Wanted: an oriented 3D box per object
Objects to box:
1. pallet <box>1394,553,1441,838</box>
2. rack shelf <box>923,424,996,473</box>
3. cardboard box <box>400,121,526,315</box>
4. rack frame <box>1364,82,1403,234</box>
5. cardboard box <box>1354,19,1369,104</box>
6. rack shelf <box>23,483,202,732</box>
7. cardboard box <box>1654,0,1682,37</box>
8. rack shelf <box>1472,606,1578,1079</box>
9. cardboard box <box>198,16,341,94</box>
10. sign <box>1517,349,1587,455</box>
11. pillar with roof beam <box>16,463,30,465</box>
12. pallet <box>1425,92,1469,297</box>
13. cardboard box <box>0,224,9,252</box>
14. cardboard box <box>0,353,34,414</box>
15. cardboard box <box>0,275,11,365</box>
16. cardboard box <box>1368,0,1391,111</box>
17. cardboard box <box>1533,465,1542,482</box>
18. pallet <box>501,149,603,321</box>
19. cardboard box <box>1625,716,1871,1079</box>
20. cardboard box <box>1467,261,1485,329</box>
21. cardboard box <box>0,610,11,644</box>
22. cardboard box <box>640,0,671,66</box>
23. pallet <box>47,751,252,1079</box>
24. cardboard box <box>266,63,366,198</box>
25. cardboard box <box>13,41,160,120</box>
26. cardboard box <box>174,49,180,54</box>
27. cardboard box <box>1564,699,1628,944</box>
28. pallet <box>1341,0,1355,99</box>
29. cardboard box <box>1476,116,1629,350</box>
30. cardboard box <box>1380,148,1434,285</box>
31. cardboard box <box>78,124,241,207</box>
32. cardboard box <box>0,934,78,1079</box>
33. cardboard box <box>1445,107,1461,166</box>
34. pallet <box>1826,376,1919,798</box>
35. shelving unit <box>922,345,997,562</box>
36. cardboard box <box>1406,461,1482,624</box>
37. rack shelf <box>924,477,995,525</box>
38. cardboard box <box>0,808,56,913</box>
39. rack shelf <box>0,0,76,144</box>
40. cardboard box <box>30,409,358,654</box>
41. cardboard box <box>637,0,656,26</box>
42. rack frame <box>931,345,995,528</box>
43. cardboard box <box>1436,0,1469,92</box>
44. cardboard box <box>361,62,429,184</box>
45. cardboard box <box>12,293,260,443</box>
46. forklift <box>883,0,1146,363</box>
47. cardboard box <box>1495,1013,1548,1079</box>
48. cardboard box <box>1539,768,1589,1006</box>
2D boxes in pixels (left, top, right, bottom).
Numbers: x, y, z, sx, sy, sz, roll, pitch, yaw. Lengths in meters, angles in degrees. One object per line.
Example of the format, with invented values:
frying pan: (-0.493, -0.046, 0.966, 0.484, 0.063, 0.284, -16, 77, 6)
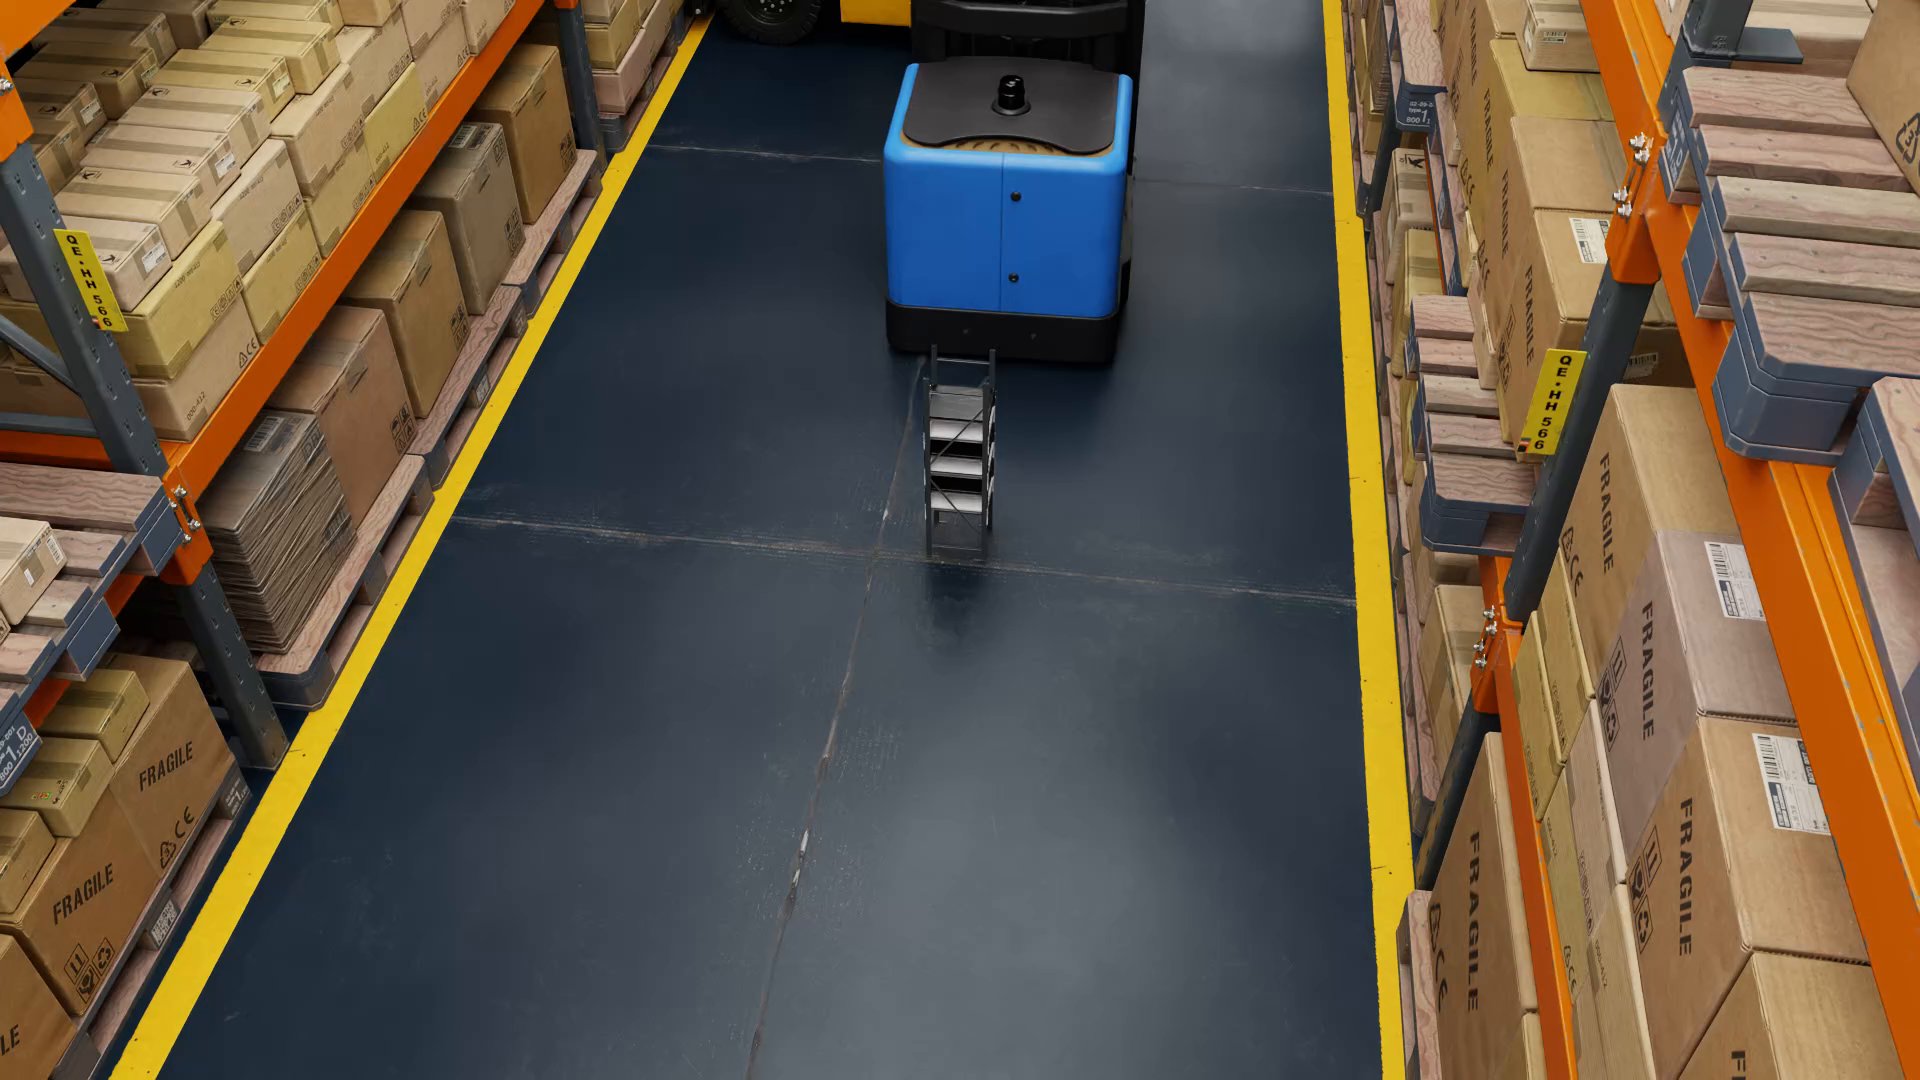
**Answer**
pallet: (2.120, 0.574, 5.990, 1.003, 0.211, 1.213, 5, 44, 6)
rack shelf: (-0.001, -0.362, 6.396, 0.258, 0.077, 0.200, 5, 44, 6)
cardboard box: (-2.545, -1.486, 7.559, 0.875, 0.625, 0.625, 5, 44, 5)
rack frame: (2.544, -2.632, 7.348, 1.000, 3.000, 0.127, 5, 44, 6)
cardboard box: (2.416, -2.577, 8.985, 0.500, 0.250, 0.500, 4, 44, 4)
rack shelf: (-3.170, 1.270, 3.751, 1.077, 0.370, 4.000, 5, 44, 6)
cardboard box: (1.873, -1.308, 3.951, 0.380, 0.149, 0.250, 5, 44, 6)
rack shelf: (1.751, 1.718, 3.277, 1.077, 0.370, 4.000, 5, 44, 6)
cardboard box: (-2.411, -1.697, 5.816, 0.380, 0.149, 0.250, 6, 44, 6)
sign: (1.476, -0.340, 4.143, 0.100, 0.325, 0.005, 5, 44, 6)
pillar with roof beam: (0.641, -3.112, 3.492, 9.100, 9.000, 0.400, 5, 44, 6)
pallet: (2.236, -1.189, 5.964, 1.003, 0.211, 1.213, 5, 44, 6)
cardboard box: (-3.063, -0.866, 4.939, 0.380, 0.149, 0.250, 7, 44, 7)
cardboard box: (-3.100, -0.630, 5.342, 0.500, 0.250, 0.500, 4, 44, 5)
cardboard box: (-3.122, -0.813, 5.172, 0.500, 0.250, 0.500, 6, 44, 6)
cardboard box: (2.356, -2.486, 8.343, 0.500, 0.500, 0.500, 5, 44, 5)
cardboard box: (1.825, -0.212, 4.669, 0.380, 0.149, 0.250, 7, 44, 7)
pallet: (-2.436, -1.562, 8.246, 1.003, 0.211, 1.213, 5, 44, 6)
cardboard box: (1.568, 0.699, 3.030, 0.500, 0.500, 0.500, 6, 44, 7)
cardboard box: (1.819, -0.748, 5.235, 0.380, 0.149, 0.250, 3, 44, 4)
cardboard box: (-2.724, 0.296, 4.059, 0.500, 0.250, 0.500, 3, 44, 4)
cardboard box: (-1.933, -2.882, 9.306, 0.500, 0.250, 0.500, 4, 44, 5)
pallet: (-3.042, 1.163, 5.368, 1.003, 0.211, 1.213, 5, 44, 6)
cardboard box: (-2.450, -1.458, 5.854, 0.500, 0.250, 0.500, 4, 44, 4)
cardboard box: (-2.970, -1.571, 5.682, 0.380, 0.149, 0.250, 5, 44, 5)
cardboard box: (-2.913, -1.845, 6.262, 0.500, 0.250, 0.500, 4, 44, 5)
cardboard box: (1.634, 0.642, 3.636, 0.500, 0.250, 0.500, 6, 44, 7)
pallet: (2.756, -2.914, 9.674, 1.003, 0.211, 1.213, 5, 44, 6)
cardboard box: (1.857, -0.891, 4.915, 0.500, 0.500, 0.500, 5, 44, 5)
cardboard box: (2.477, -1.473, 7.729, 0.950, 0.372, 0.625, 6, 44, 6)
cardboard box: (-2.529, -1.176, 5.266, 0.380, 0.149, 0.250, 6, 44, 7)
cardboard box: (-2.892, 1.405, 4.597, 0.500, 0.500, 0.500, 7, 44, 7)
cardboard box: (1.958, -1.460, 5.987, 0.380, 0.149, 0.250, 7, 44, 7)
pallet: (1.838, 0.280, 2.229, 1.003, 0.211, 1.213, 7, 44, 7)
shelving unit: (-0.001, -0.321, 6.435, 0.258, 0.900, 0.210, 5, 44, 6)
cardboard box: (2.189, 0.008, 6.166, 0.950, 0.372, 0.625, 4, 44, 5)
rack shelf: (-0.001, -0.166, 6.581, 0.258, 0.077, 0.200, 5, 44, 6)
cardboard box: (-2.804, 0.889, 4.670, 0.380, 0.149, 0.250, 4, 44, 4)
rack shelf: (-2.641, -2.546, 5.598, 1.077, 0.370, 4.000, 5, 44, 6)
cardboard box: (-2.810, -0.069, 6.062, 0.875, 0.625, 0.625, 7, 44, 7)
cardboard box: (-1.942, -3.061, 9.132, 0.500, 0.250, 0.500, 5, 44, 5)
rack frame: (0.012, -0.391, 6.508, 0.240, 0.900, 0.006, 5, 44, 6)
cardboard box: (2.053, -1.958, 6.042, 0.500, 0.500, 0.500, 5, 44, 5)
cardboard box: (-2.402, -1.628, 6.396, 0.500, 0.250, 0.500, 7, 44, 7)
cardboard box: (-2.605, -0.580, 5.290, 0.500, 0.250, 0.500, 5, 44, 6)
forklift: (0.342, -2.875, 7.655, 1.130, 2.935, 3.031, 4, 44, 5)
cardboard box: (1.719, 1.784, 3.924, 0.875, 0.875, 0.875, 6, 44, 6)
cardboard box: (1.651, 0.811, 3.821, 0.500, 0.250, 0.500, 4, 44, 4)
